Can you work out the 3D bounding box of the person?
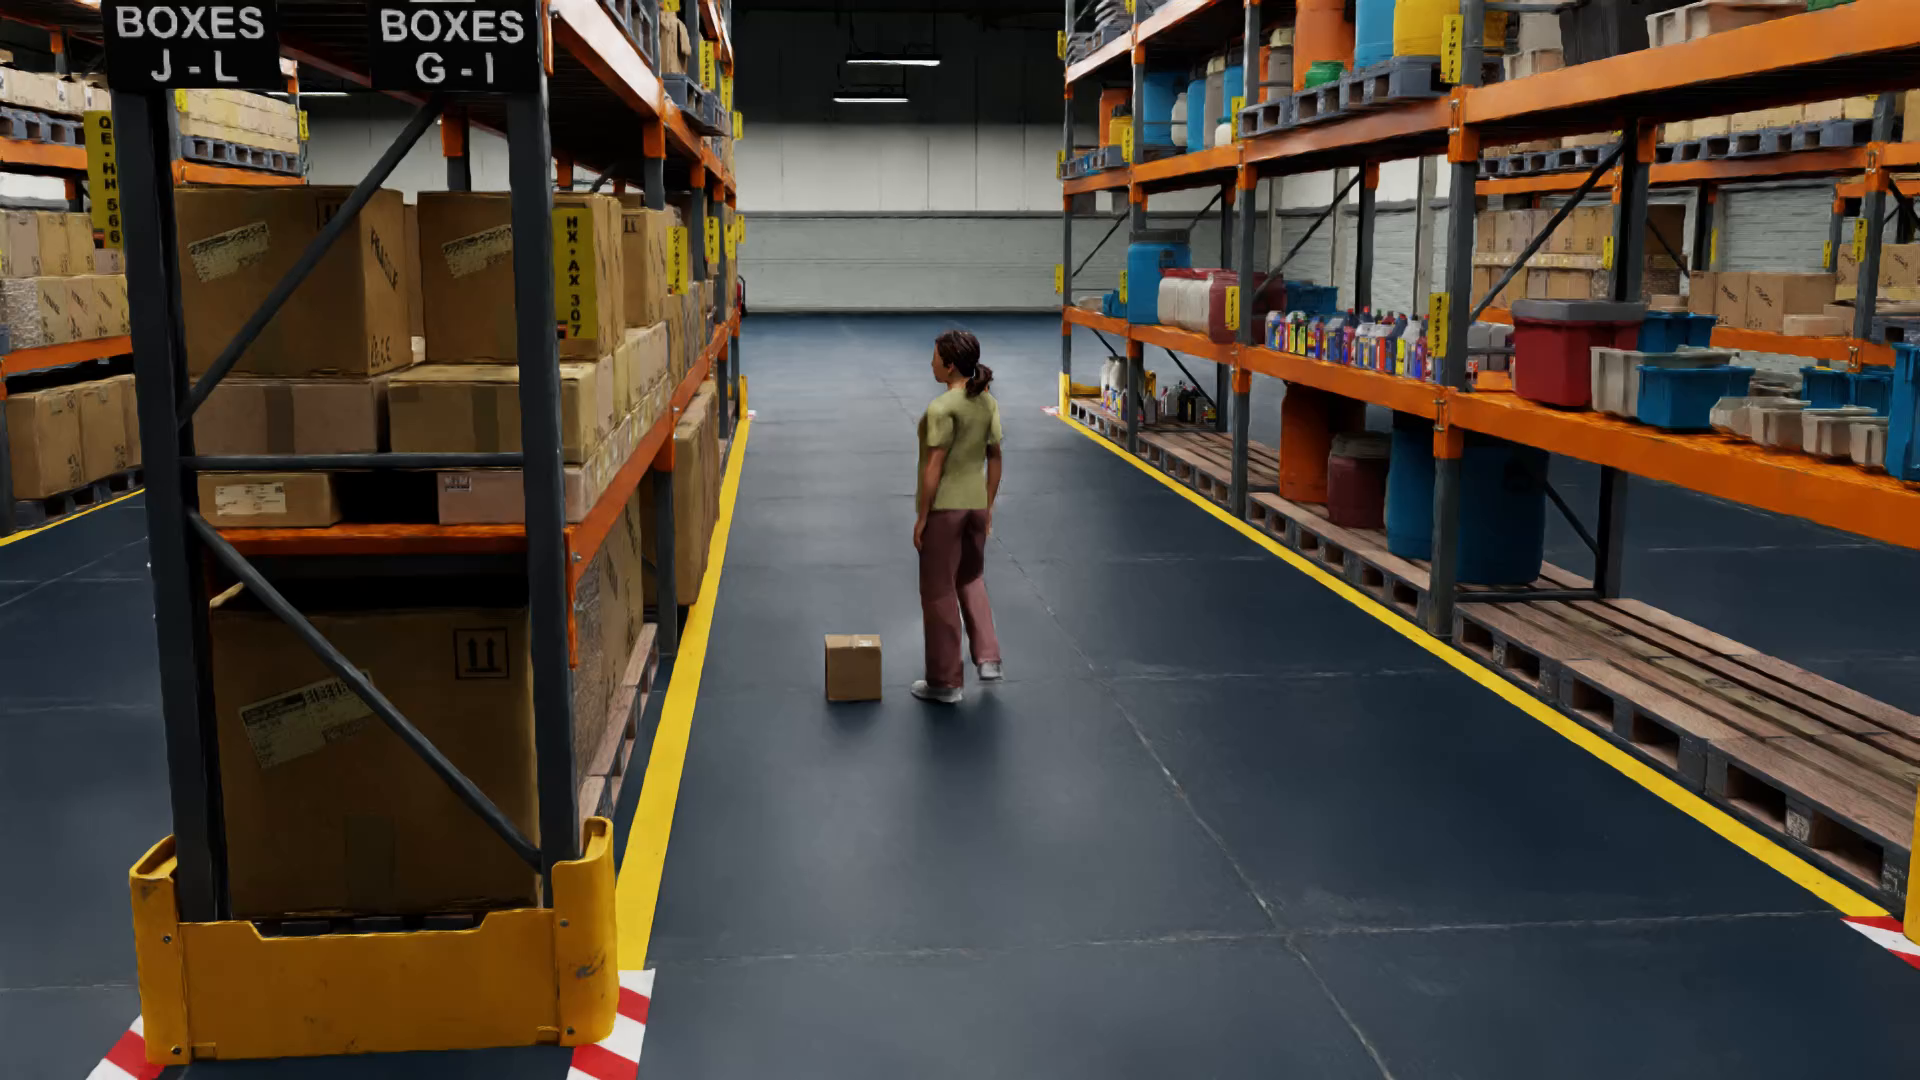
[{"bbox_3d":[-0.012,0.017,7.492,0.525,1.418,0.396,-10,14,-44],"label":"person"}]
